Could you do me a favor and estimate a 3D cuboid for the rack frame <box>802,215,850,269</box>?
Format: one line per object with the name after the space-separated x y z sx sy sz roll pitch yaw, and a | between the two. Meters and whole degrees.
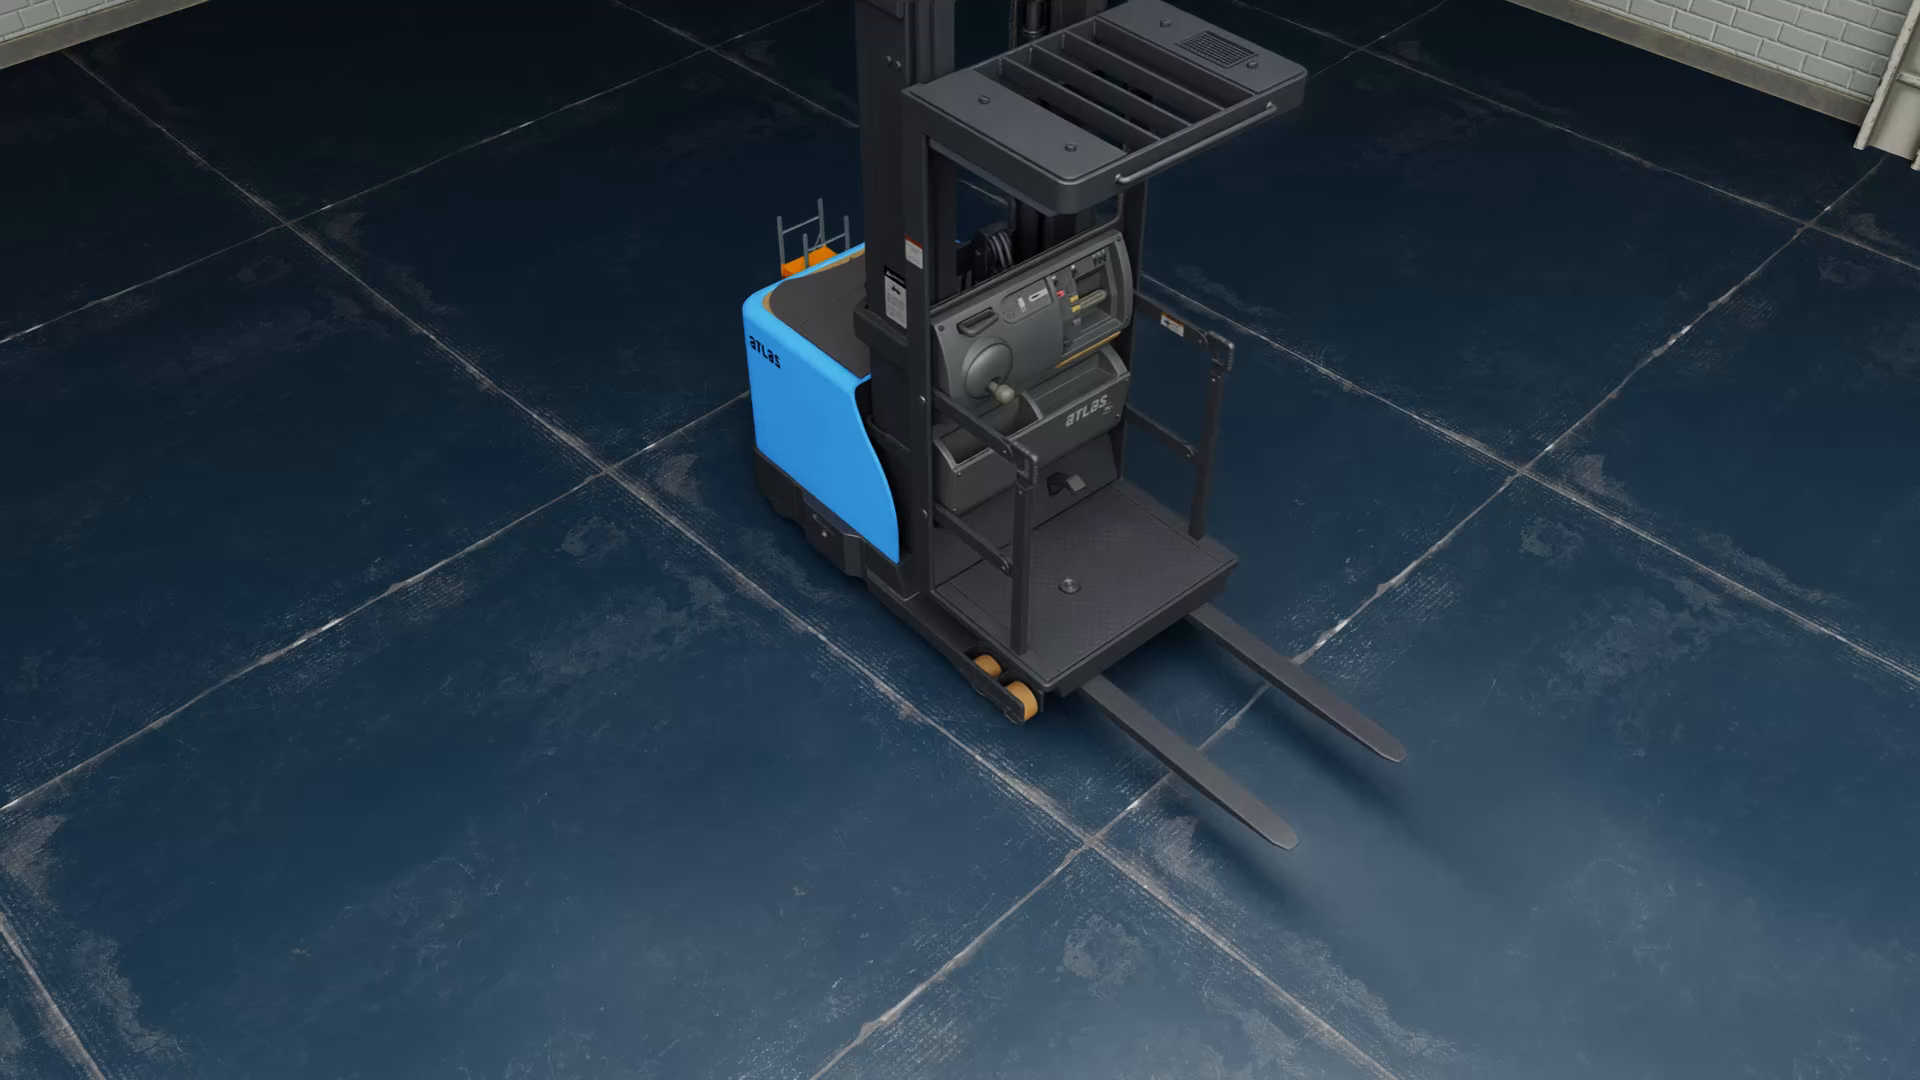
-0.570 -0.892 7.449 0.240 1.200 0.006 -30 51 -29 | rack frame

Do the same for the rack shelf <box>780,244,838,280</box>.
-0.629 -1.171 7.286 0.258 0.103 0.180 -30 51 -29 | rack shelf

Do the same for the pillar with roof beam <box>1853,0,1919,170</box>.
2.516 -3.563 4.593 9.100 9.000 0.400 -34 53 -31 | pillar with roof beam

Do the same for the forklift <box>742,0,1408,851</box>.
0.423 -0.744 6.013 1.130 2.935 3.031 -30 51 -29 | forklift

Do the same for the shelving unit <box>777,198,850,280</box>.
-0.629 -0.939 7.500 0.258 1.200 0.189 -30 51 -29 | shelving unit

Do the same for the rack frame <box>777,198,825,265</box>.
-0.689 -0.986 7.551 0.240 1.200 0.006 -30 51 -29 | rack frame
